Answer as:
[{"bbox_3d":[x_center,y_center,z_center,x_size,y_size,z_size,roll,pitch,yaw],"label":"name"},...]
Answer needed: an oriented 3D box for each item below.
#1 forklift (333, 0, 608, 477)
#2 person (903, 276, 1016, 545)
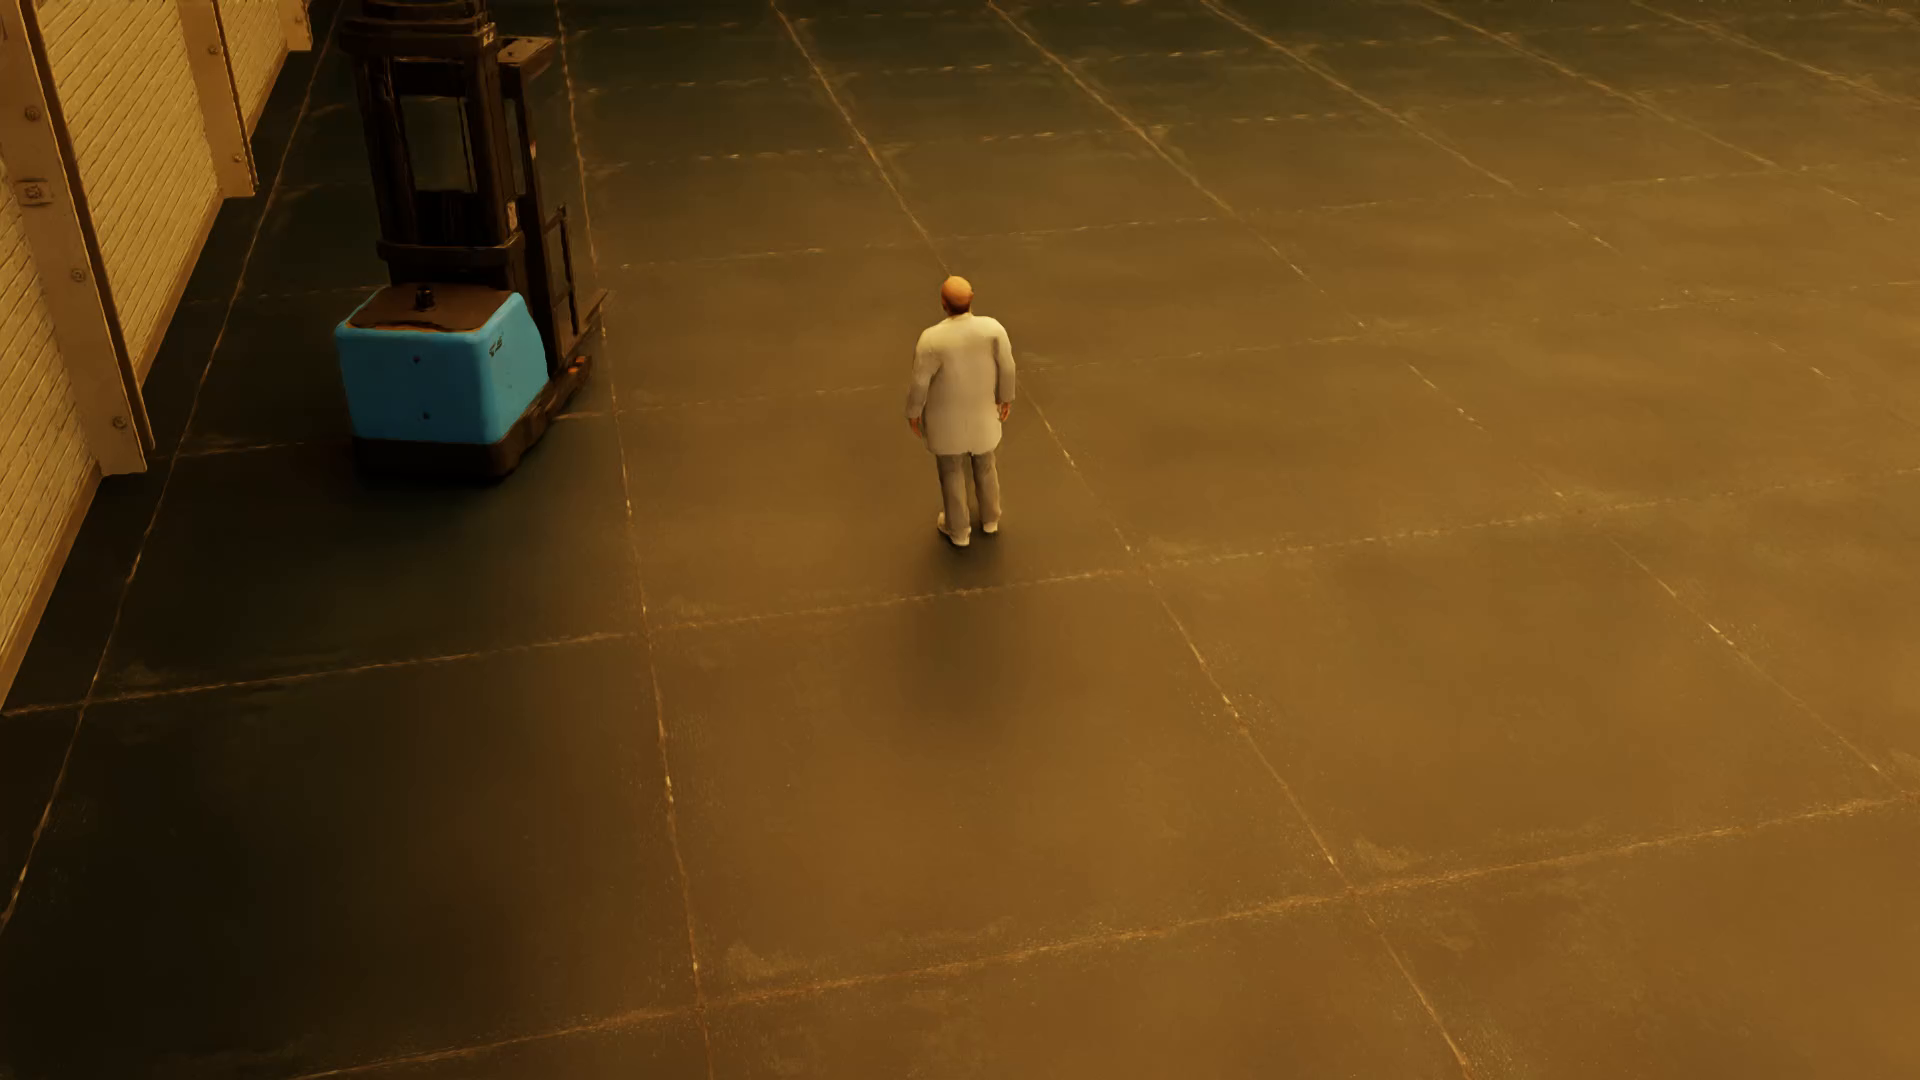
[{"bbox_3d":[-3.391,-2.403,11.725,1.130,2.935,3.031,3,30,6],"label":"forklift"},{"bbox_3d":[-0.017,-0.821,10.128,0.694,1.776,0.579,-7,31,-12],"label":"person"}]
